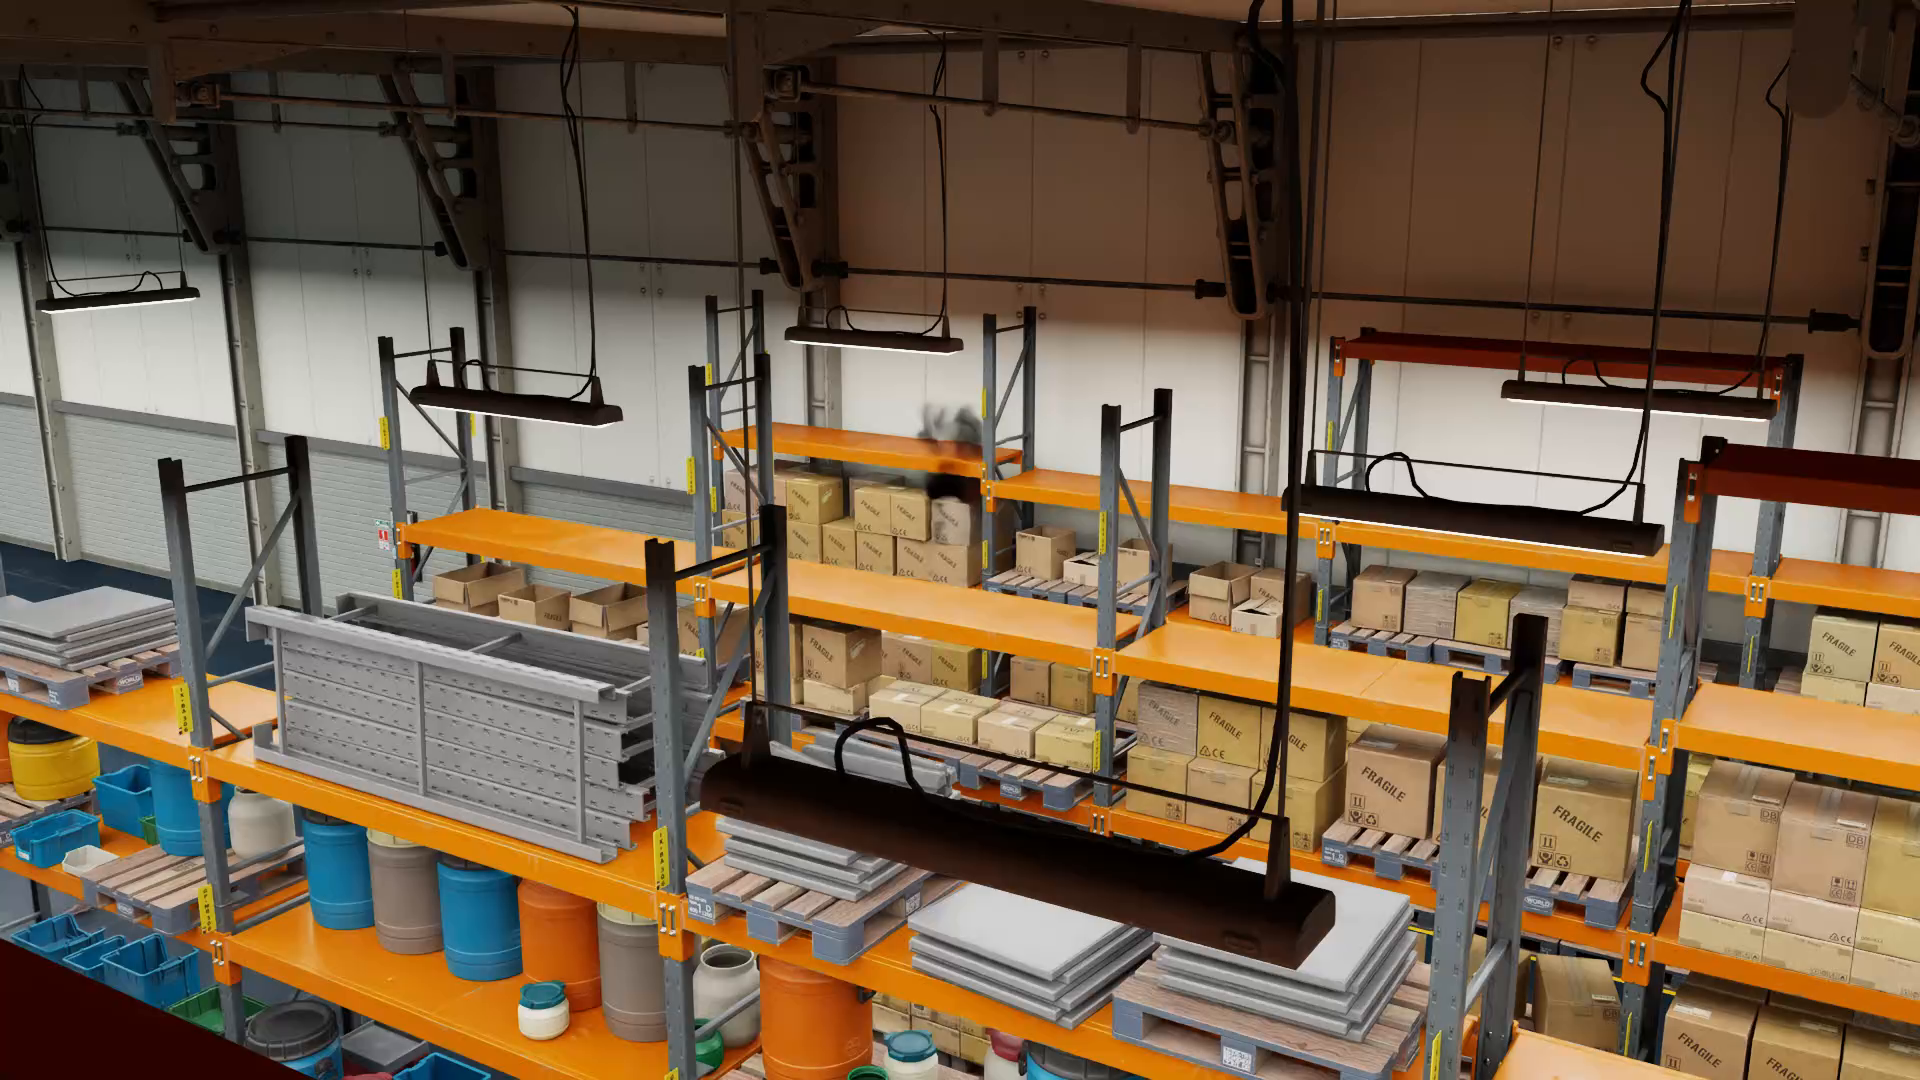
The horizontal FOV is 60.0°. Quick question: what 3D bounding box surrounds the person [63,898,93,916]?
[{"bbox_3d":[-9.029,3.102,17.332,0.769,1.660,0.573,-6,15,-25],"label":"person"}]
